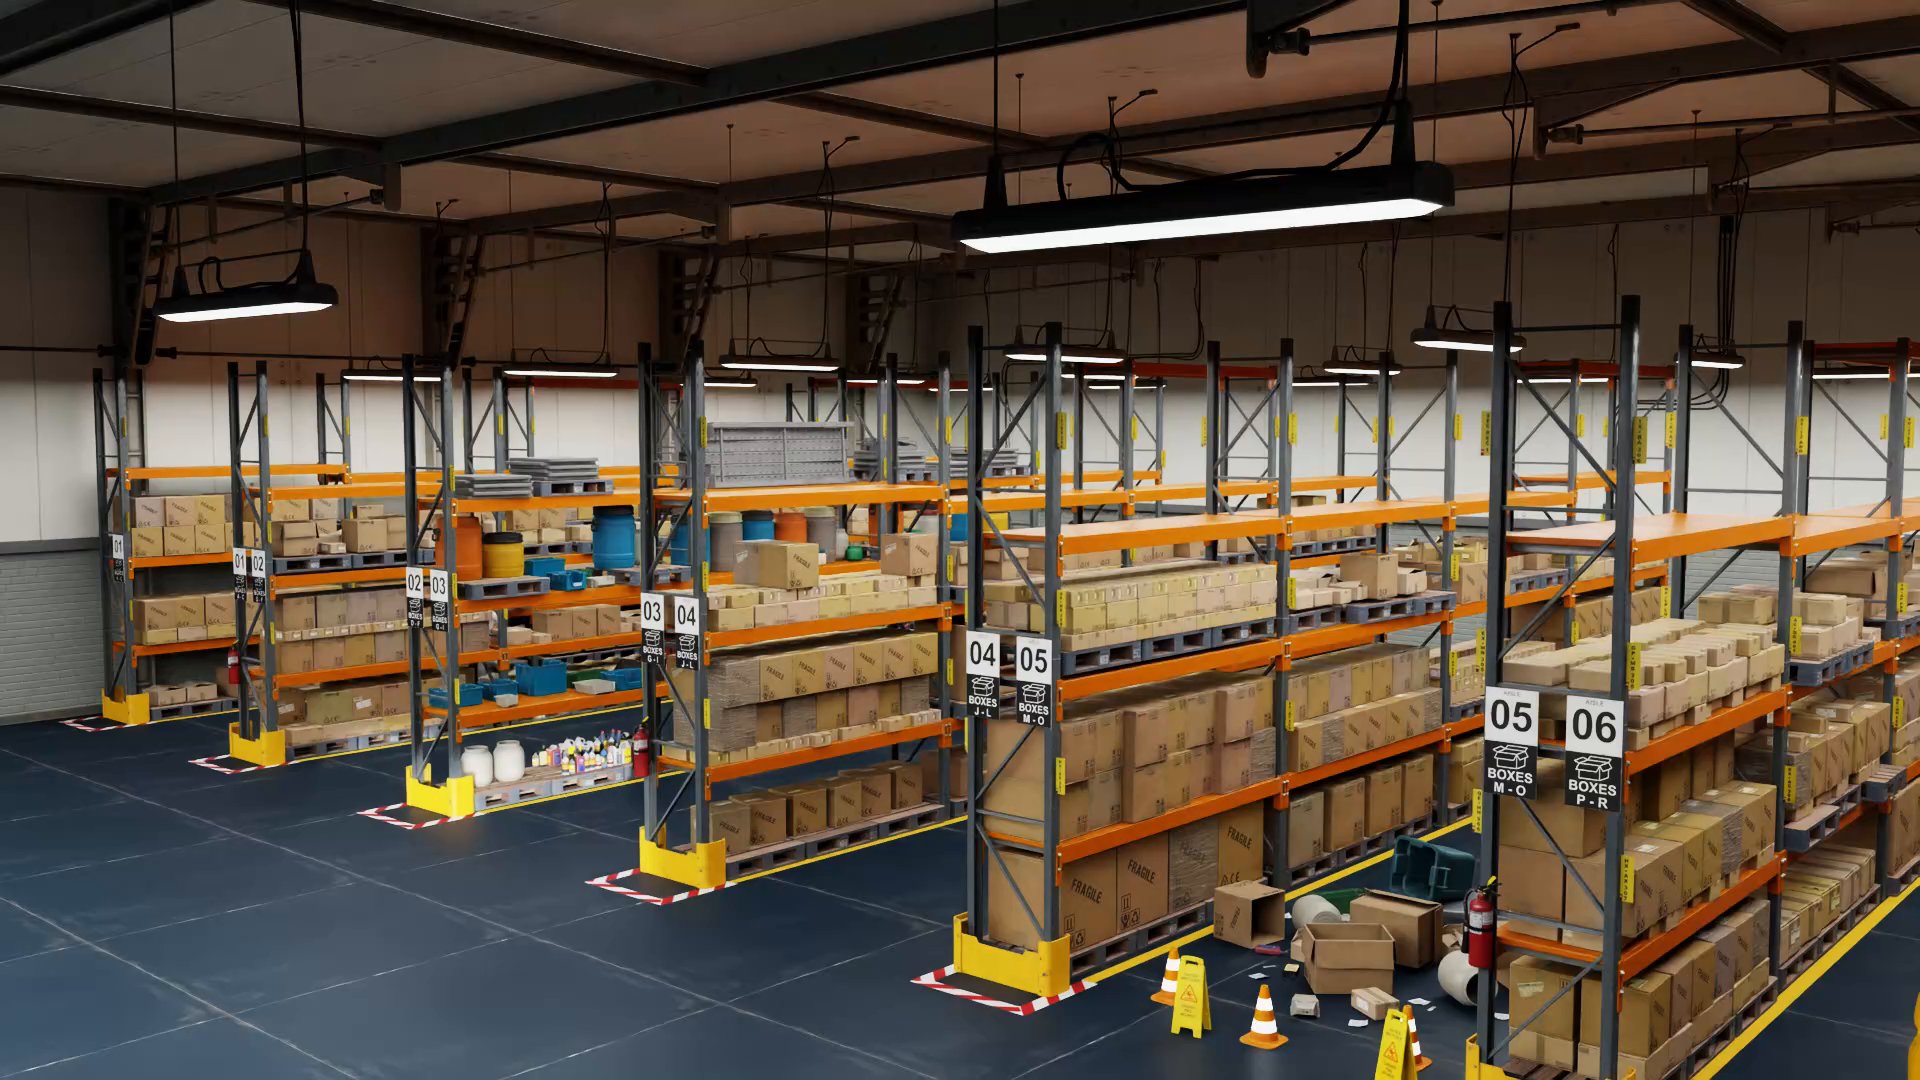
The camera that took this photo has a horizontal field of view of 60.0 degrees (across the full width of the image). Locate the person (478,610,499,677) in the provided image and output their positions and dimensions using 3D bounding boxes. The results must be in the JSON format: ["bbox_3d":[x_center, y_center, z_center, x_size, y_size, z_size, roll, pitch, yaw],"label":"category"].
[{"bbox_3d":[-9.124,1.941,32.187,0.626,1.742,0.659,2,5,28],"label":"person"}]
